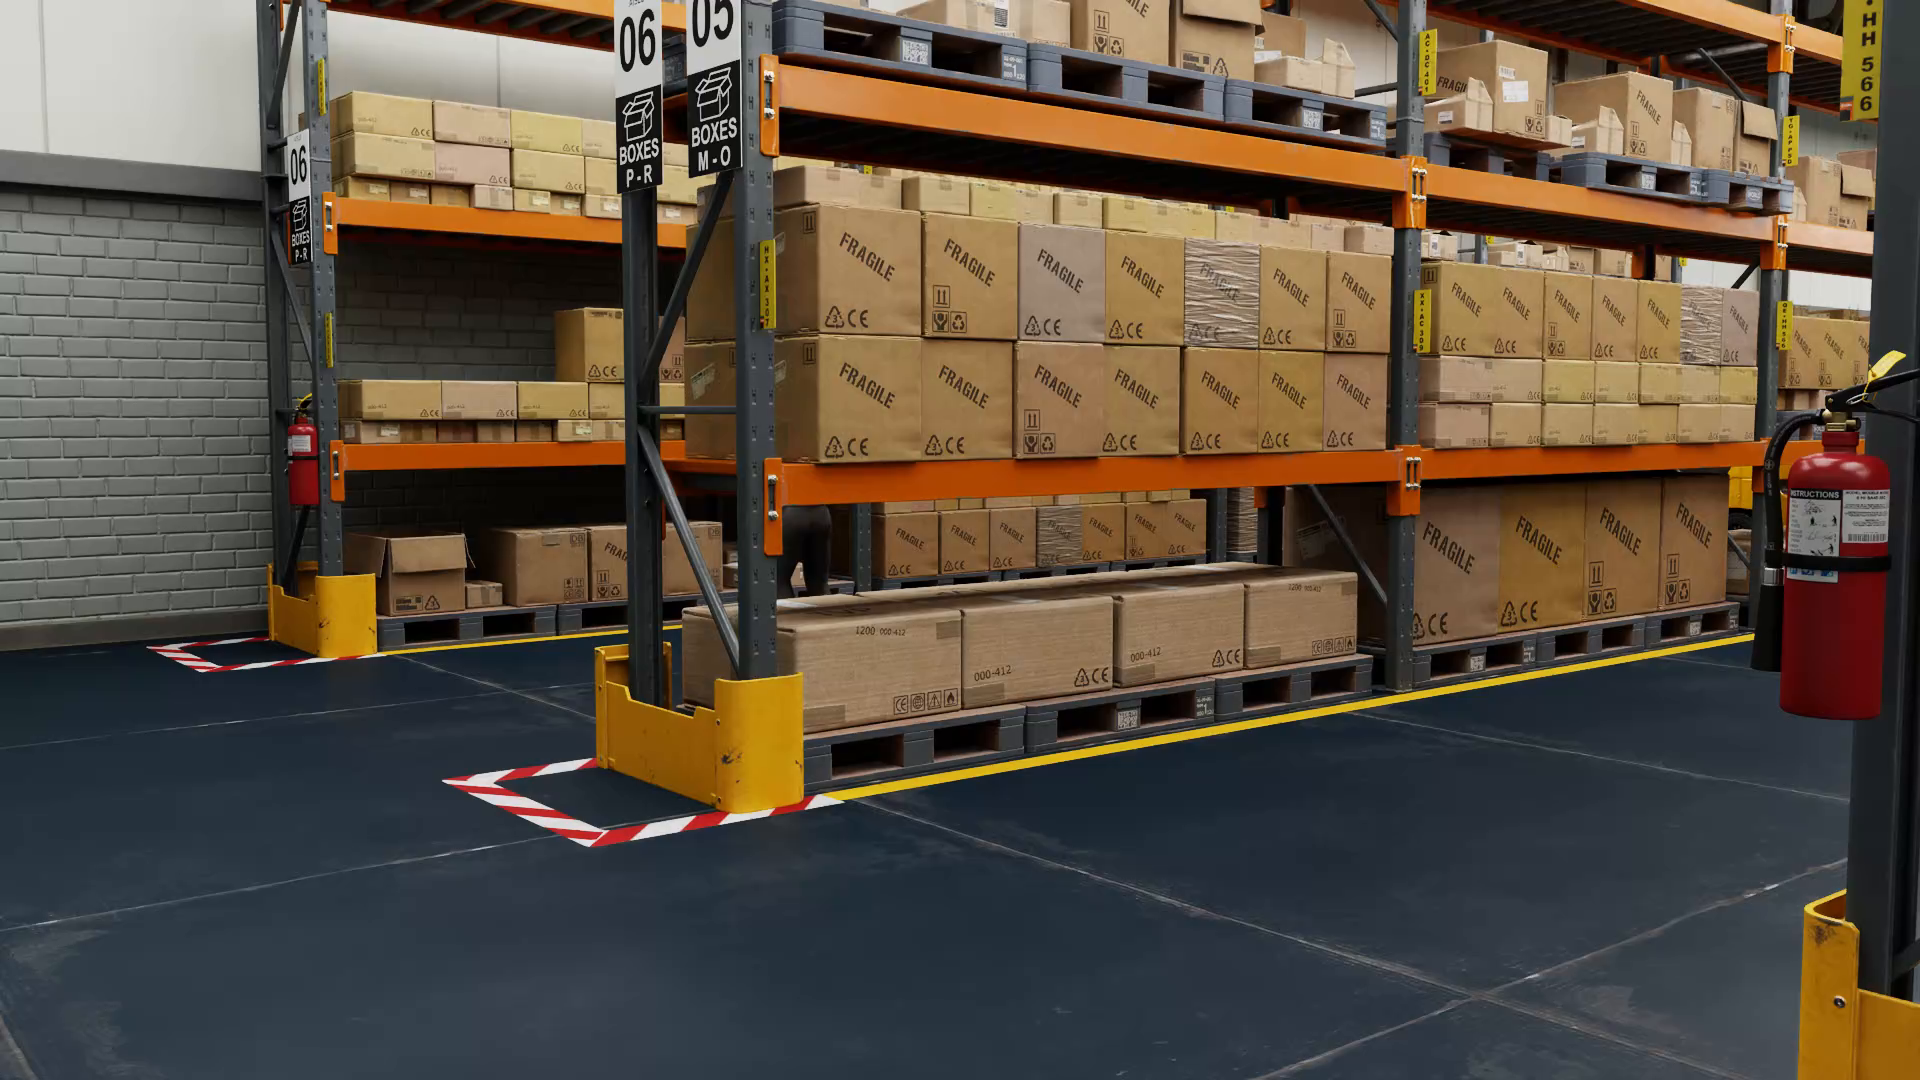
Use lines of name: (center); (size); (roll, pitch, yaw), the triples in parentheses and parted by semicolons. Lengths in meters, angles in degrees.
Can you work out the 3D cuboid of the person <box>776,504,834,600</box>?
person: (-0.973, -0.087, 9.917); (0.513, 1.654, 0.392); (-4, 6, -39)
